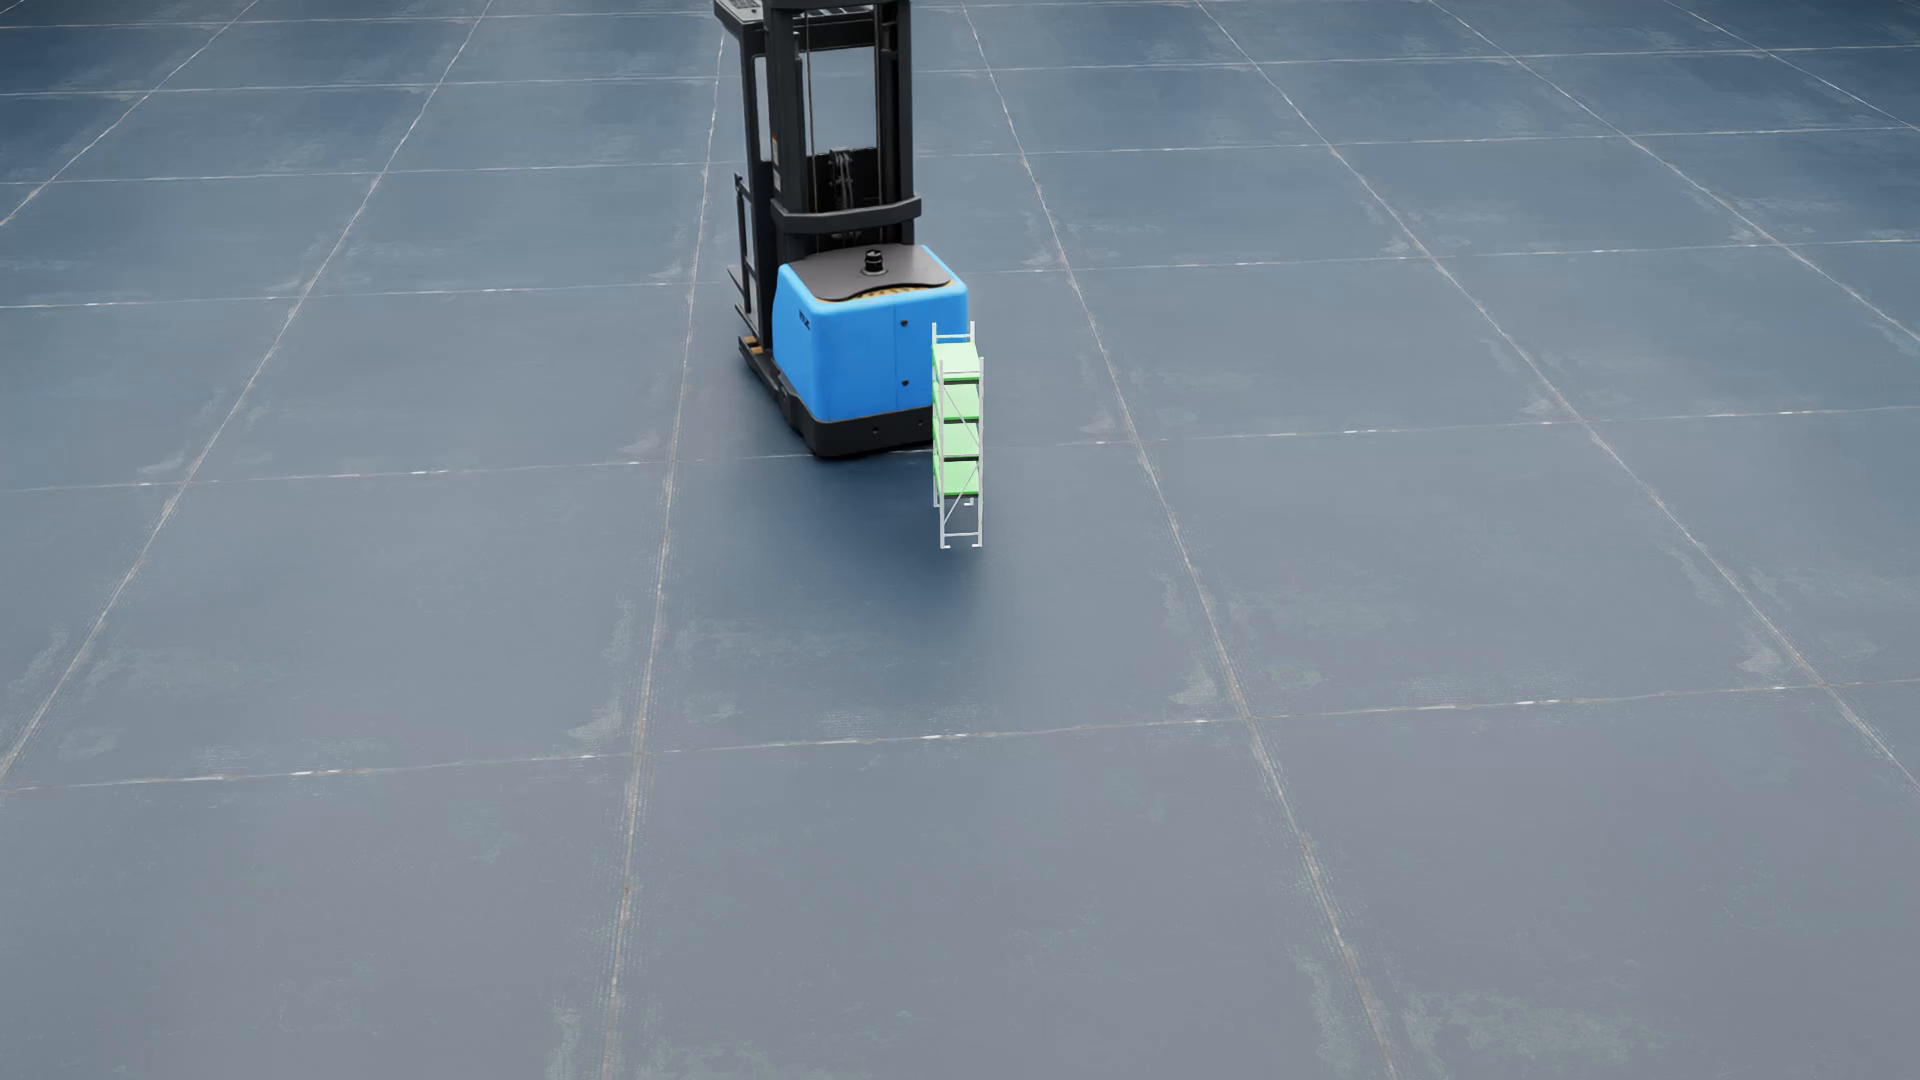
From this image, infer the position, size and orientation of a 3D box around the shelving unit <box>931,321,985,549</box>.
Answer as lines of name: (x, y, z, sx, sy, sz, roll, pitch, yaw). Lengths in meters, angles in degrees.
shelving unit: (-0.015, -0.600, 9.584, 0.258, 1.200, 0.503, -3, 31, -5)

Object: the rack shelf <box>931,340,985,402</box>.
rack shelf: (-0.015, -0.957, 9.370, 0.258, 0.148, 0.480, -3, 31, -5)

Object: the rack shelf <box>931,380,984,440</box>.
rack shelf: (-0.015, -0.751, 9.494, 0.258, 0.148, 0.480, -3, 31, -5)

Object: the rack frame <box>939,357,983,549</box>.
rack frame: (0.007, -0.475, 9.375, 0.240, 1.200, 0.015, -3, 31, -5)

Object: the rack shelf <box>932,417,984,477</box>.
rack shelf: (-0.015, -0.545, 9.617, 0.258, 0.148, 0.480, -3, 31, -5)

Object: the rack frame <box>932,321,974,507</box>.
rack frame: (-0.038, -0.724, 9.792, 0.240, 1.200, 0.015, -3, 31, -5)

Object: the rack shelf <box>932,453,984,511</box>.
rack shelf: (-0.015, -0.339, 9.740, 0.258, 0.148, 0.480, -3, 31, -5)

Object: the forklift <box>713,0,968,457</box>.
forklift: (-0.940, -2.527, 11.123, 1.130, 2.935, 3.031, -11, 33, -18)
